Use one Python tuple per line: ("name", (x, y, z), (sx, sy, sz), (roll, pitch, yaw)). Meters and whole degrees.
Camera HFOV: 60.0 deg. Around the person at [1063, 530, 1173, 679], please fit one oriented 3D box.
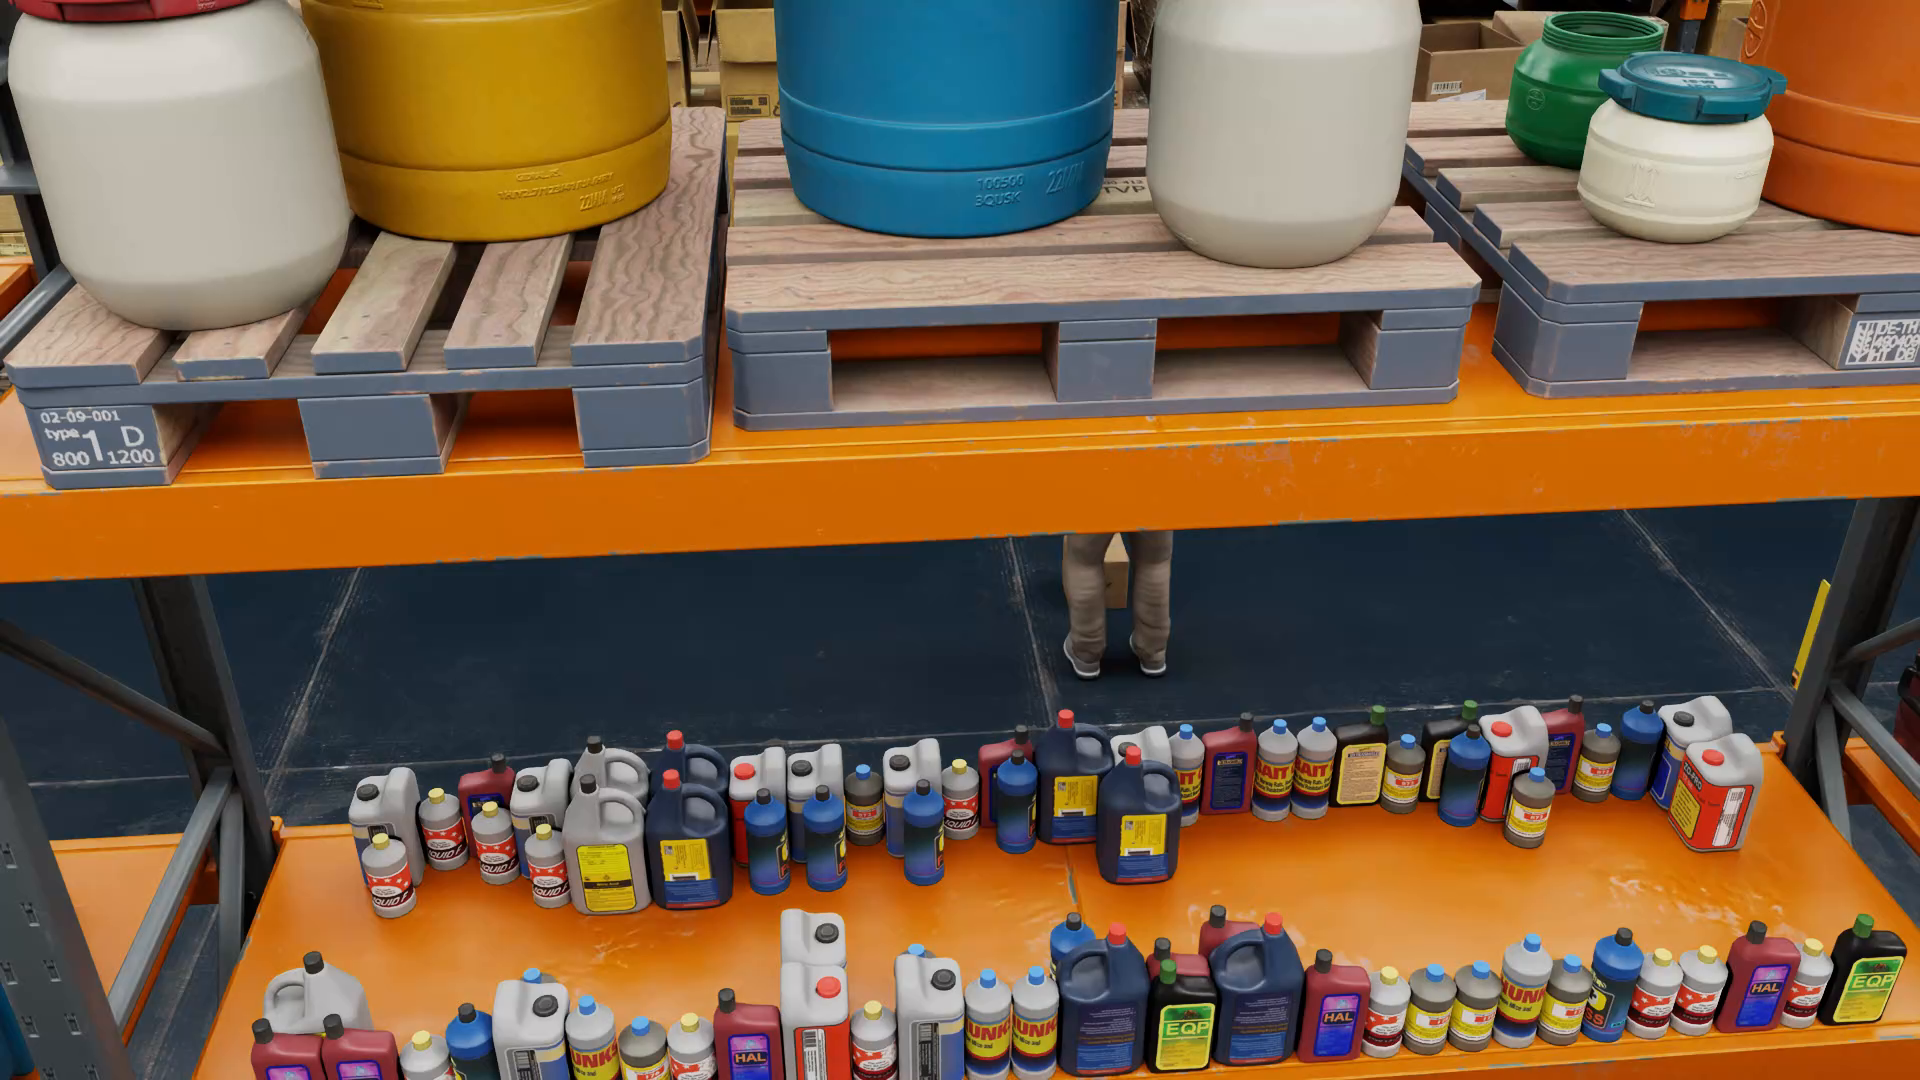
("person", (0.621, -0.227, 6.558), (0.536, 1.707, 0.336), (-2, 31, -4))
